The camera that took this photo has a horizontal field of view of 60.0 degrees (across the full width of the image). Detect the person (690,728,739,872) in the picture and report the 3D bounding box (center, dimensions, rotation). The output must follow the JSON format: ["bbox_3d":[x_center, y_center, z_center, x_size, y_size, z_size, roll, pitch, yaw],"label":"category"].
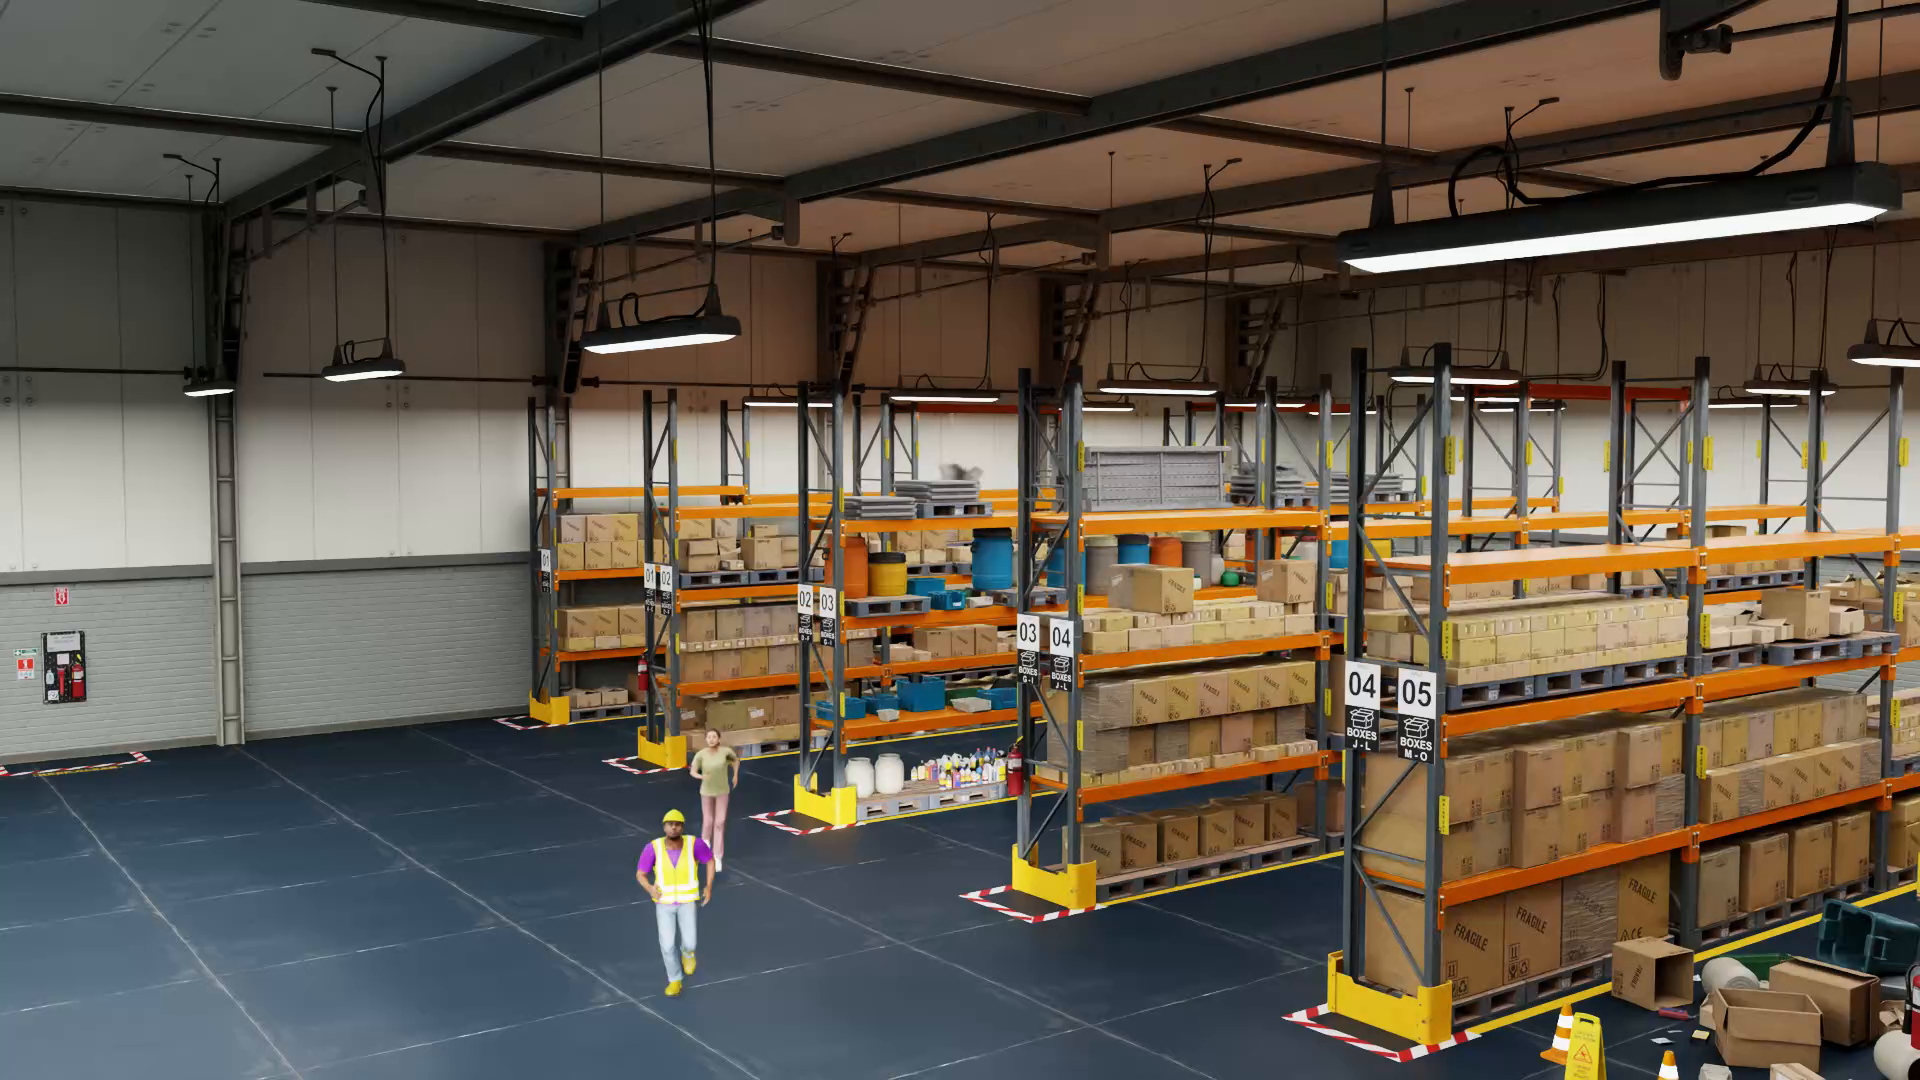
[{"bbox_3d":[-3.006,3.123,20.377,0.583,1.687,0.970,0,3,-6],"label":"person"}]

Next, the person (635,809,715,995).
[{"bbox_3d":[-2.661,3.380,15.574,0.744,1.726,0.593,-1,3,-10],"label":"person"}]
